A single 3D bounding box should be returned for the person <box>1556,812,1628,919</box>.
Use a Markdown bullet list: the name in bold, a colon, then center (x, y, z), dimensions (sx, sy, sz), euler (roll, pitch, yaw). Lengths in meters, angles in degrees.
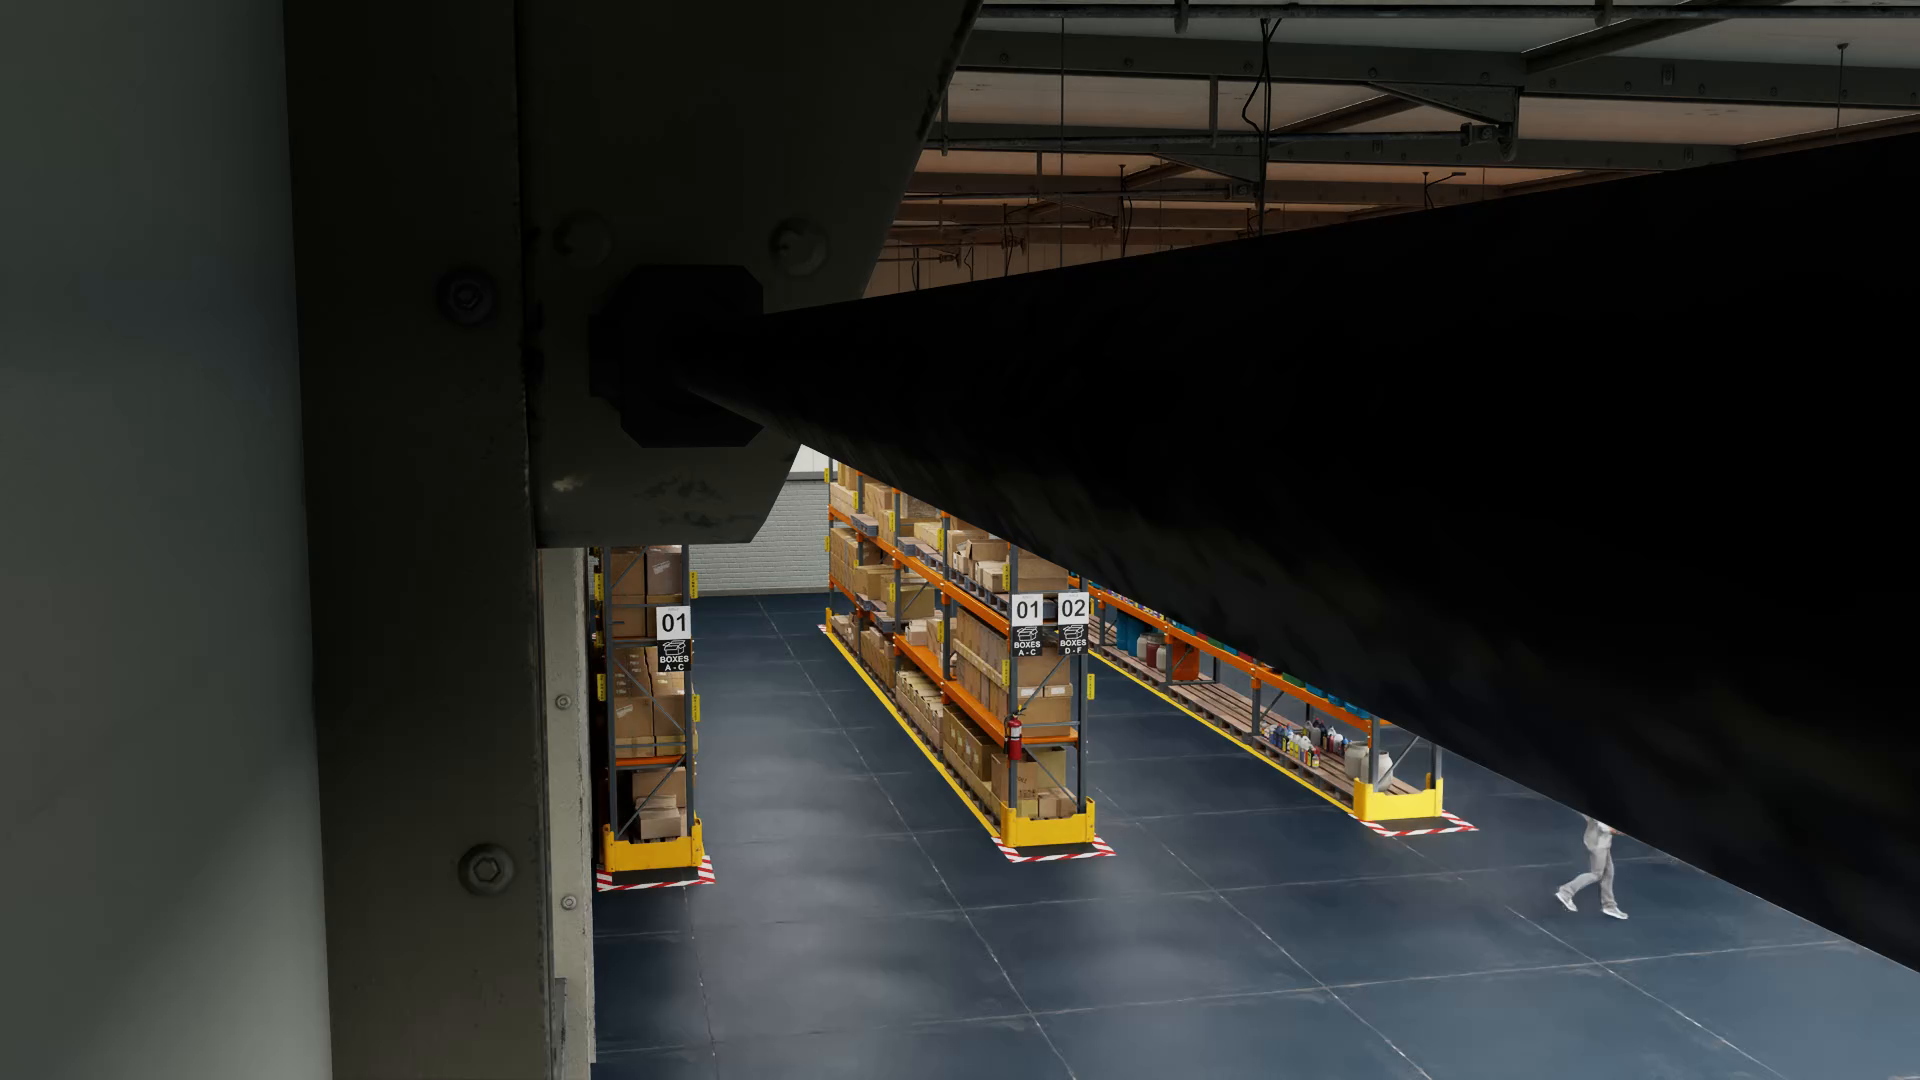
- **person**: center (6.995, 3.371, 18.339), dimensions (0.770, 1.613, 0.565), euler (1, 7, 12)
